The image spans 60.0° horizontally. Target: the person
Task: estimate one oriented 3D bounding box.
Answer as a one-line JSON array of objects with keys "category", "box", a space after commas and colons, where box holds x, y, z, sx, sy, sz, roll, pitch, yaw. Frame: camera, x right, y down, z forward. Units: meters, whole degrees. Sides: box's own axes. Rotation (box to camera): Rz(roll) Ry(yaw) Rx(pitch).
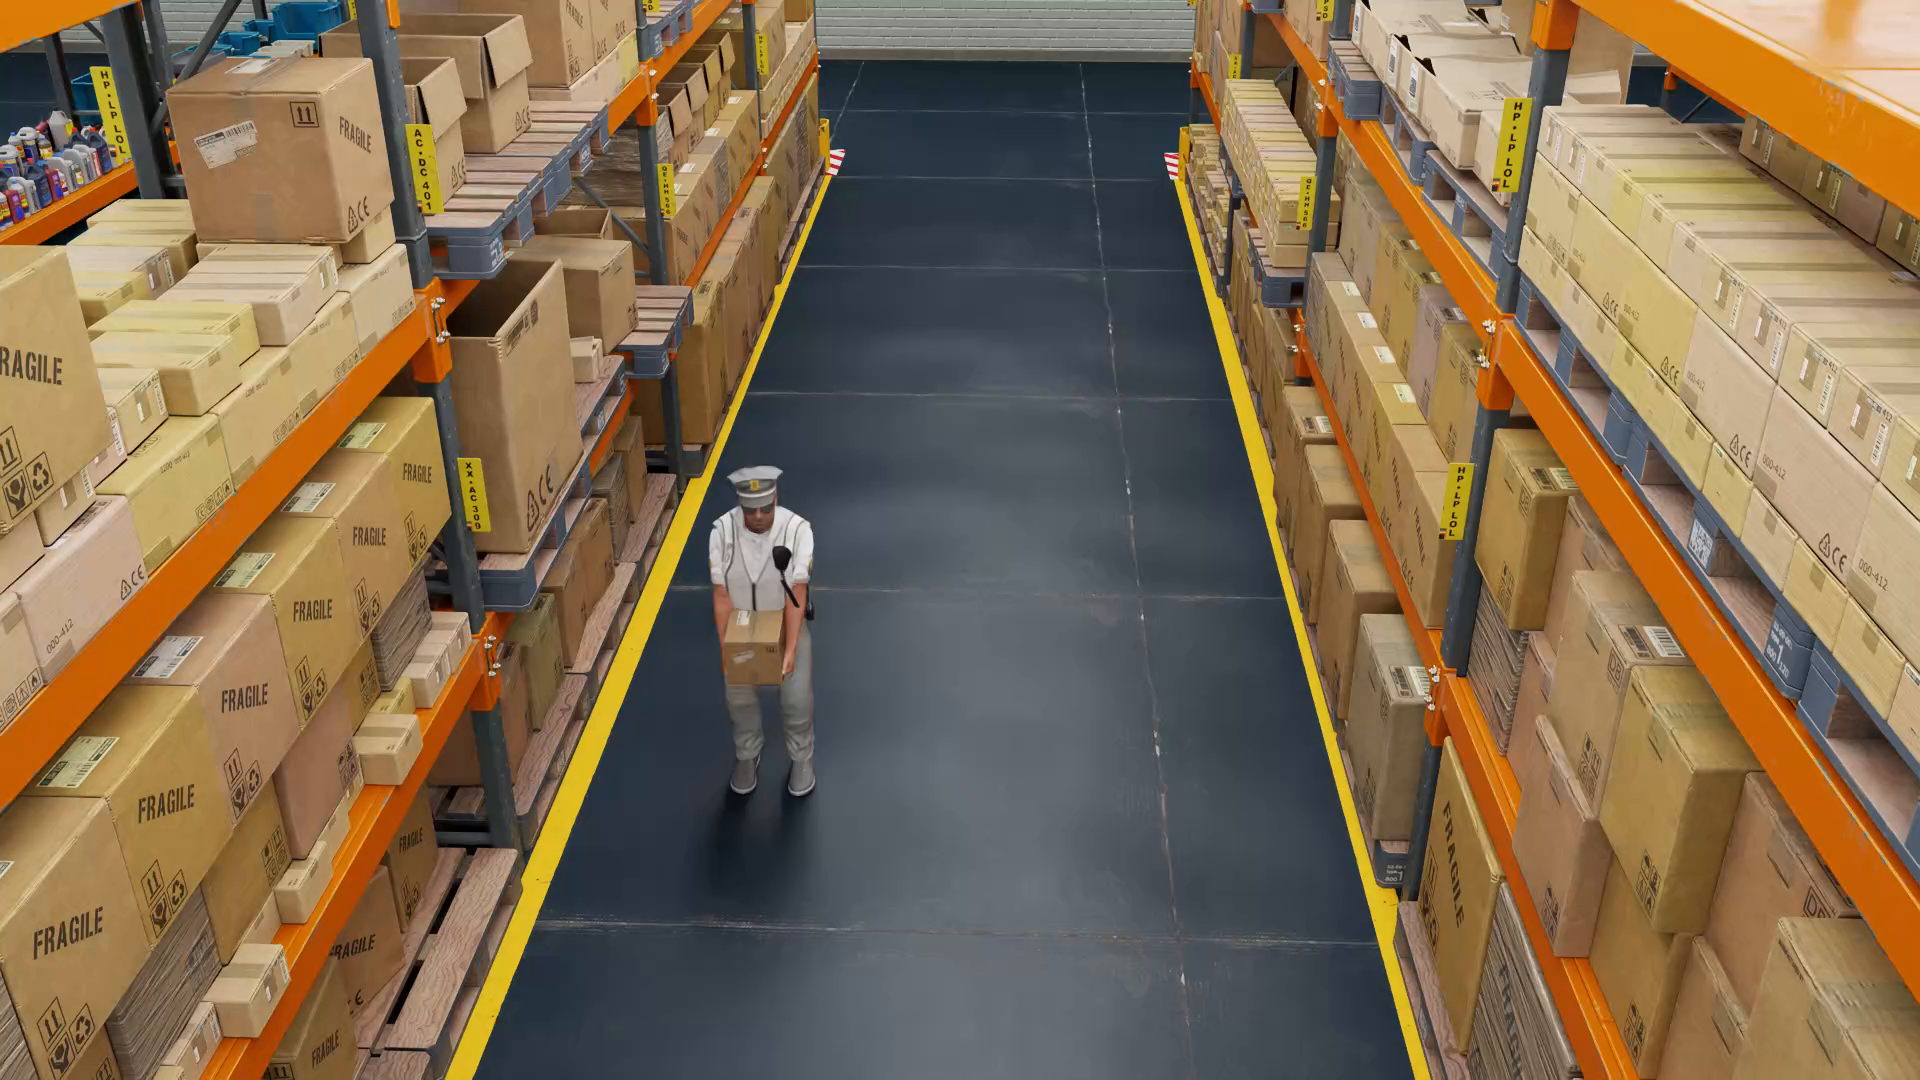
[{"category": "person", "box": [-0.909, 0.416, 7.810, 0.490, 1.772, 0.567, 1, 28, 2]}]
